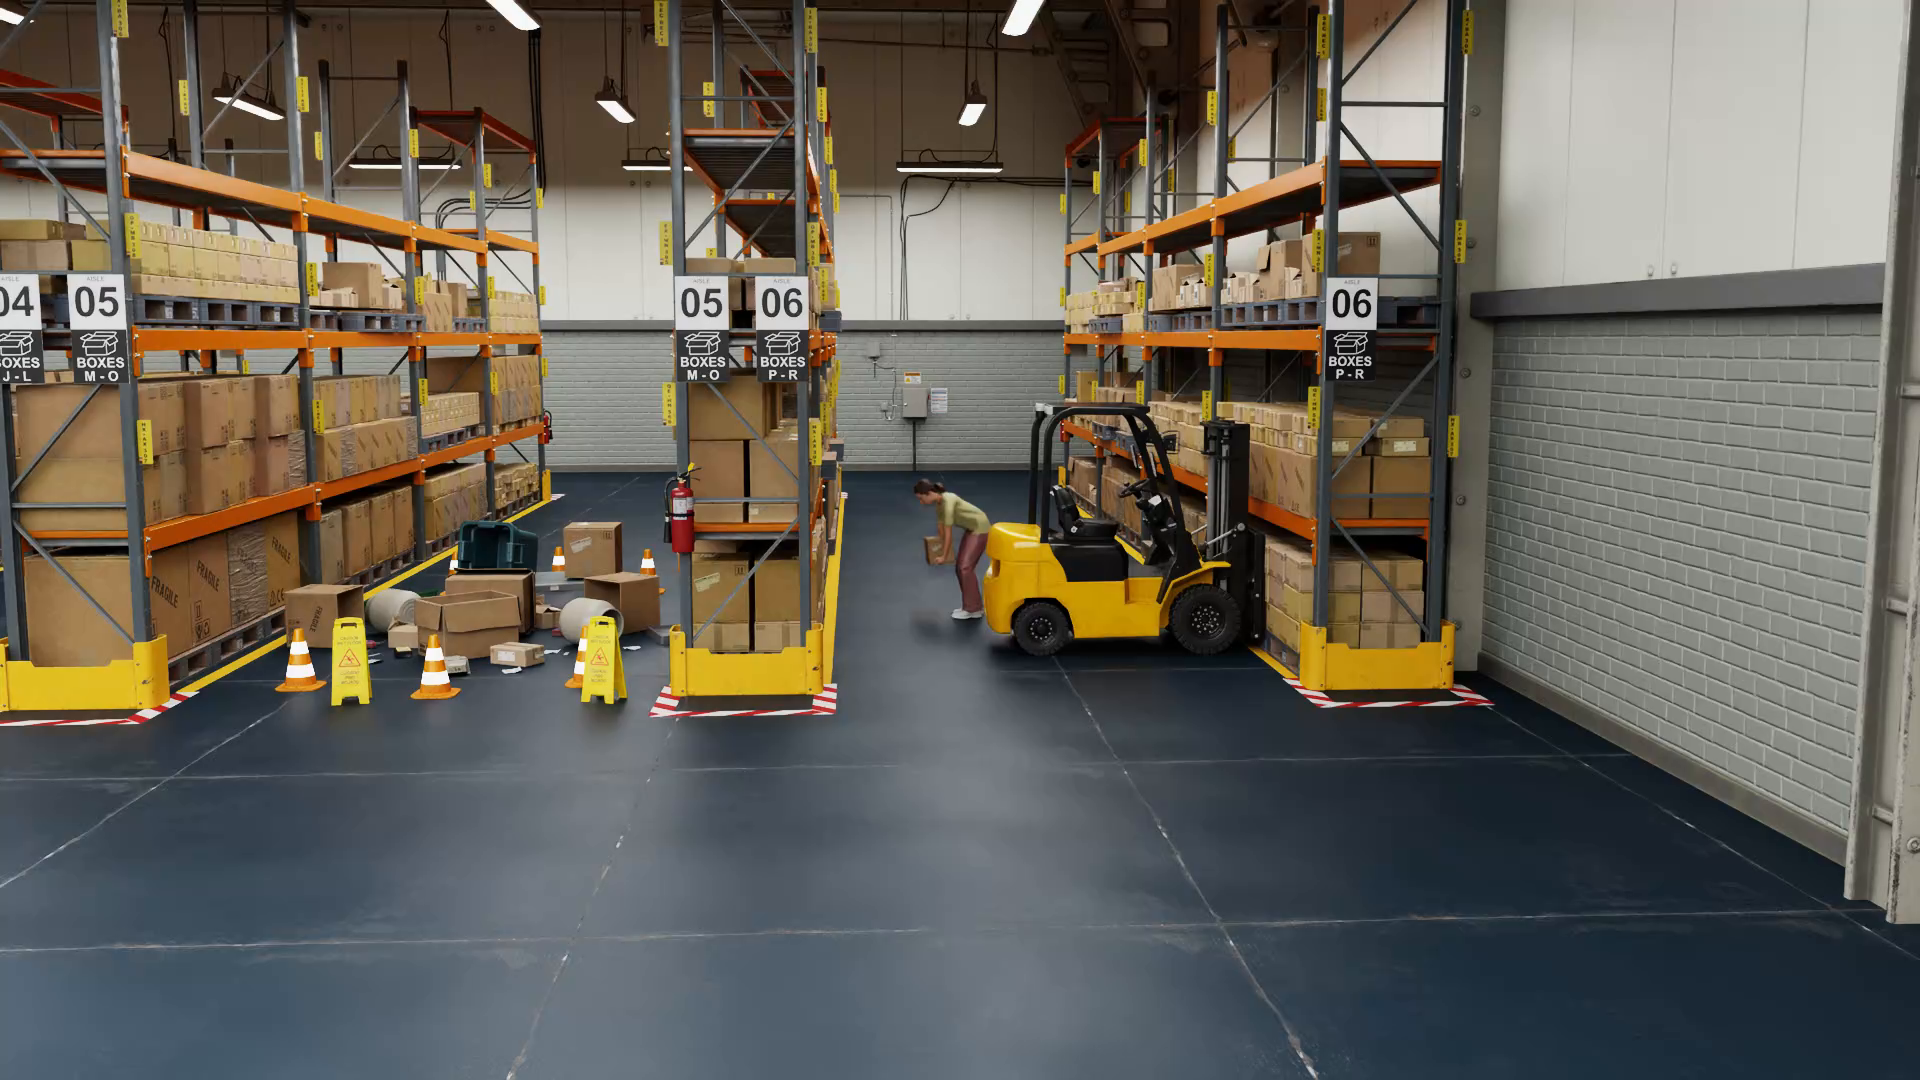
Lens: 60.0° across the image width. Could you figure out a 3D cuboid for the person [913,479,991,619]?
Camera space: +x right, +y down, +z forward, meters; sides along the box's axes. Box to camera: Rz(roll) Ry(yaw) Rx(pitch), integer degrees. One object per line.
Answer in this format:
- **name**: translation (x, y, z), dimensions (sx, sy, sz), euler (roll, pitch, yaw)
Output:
- **person**: translation (-0.076, 0.083, 16.315), dimensions (0.777, 1.380, 0.406), euler (-2, 7, -13)
